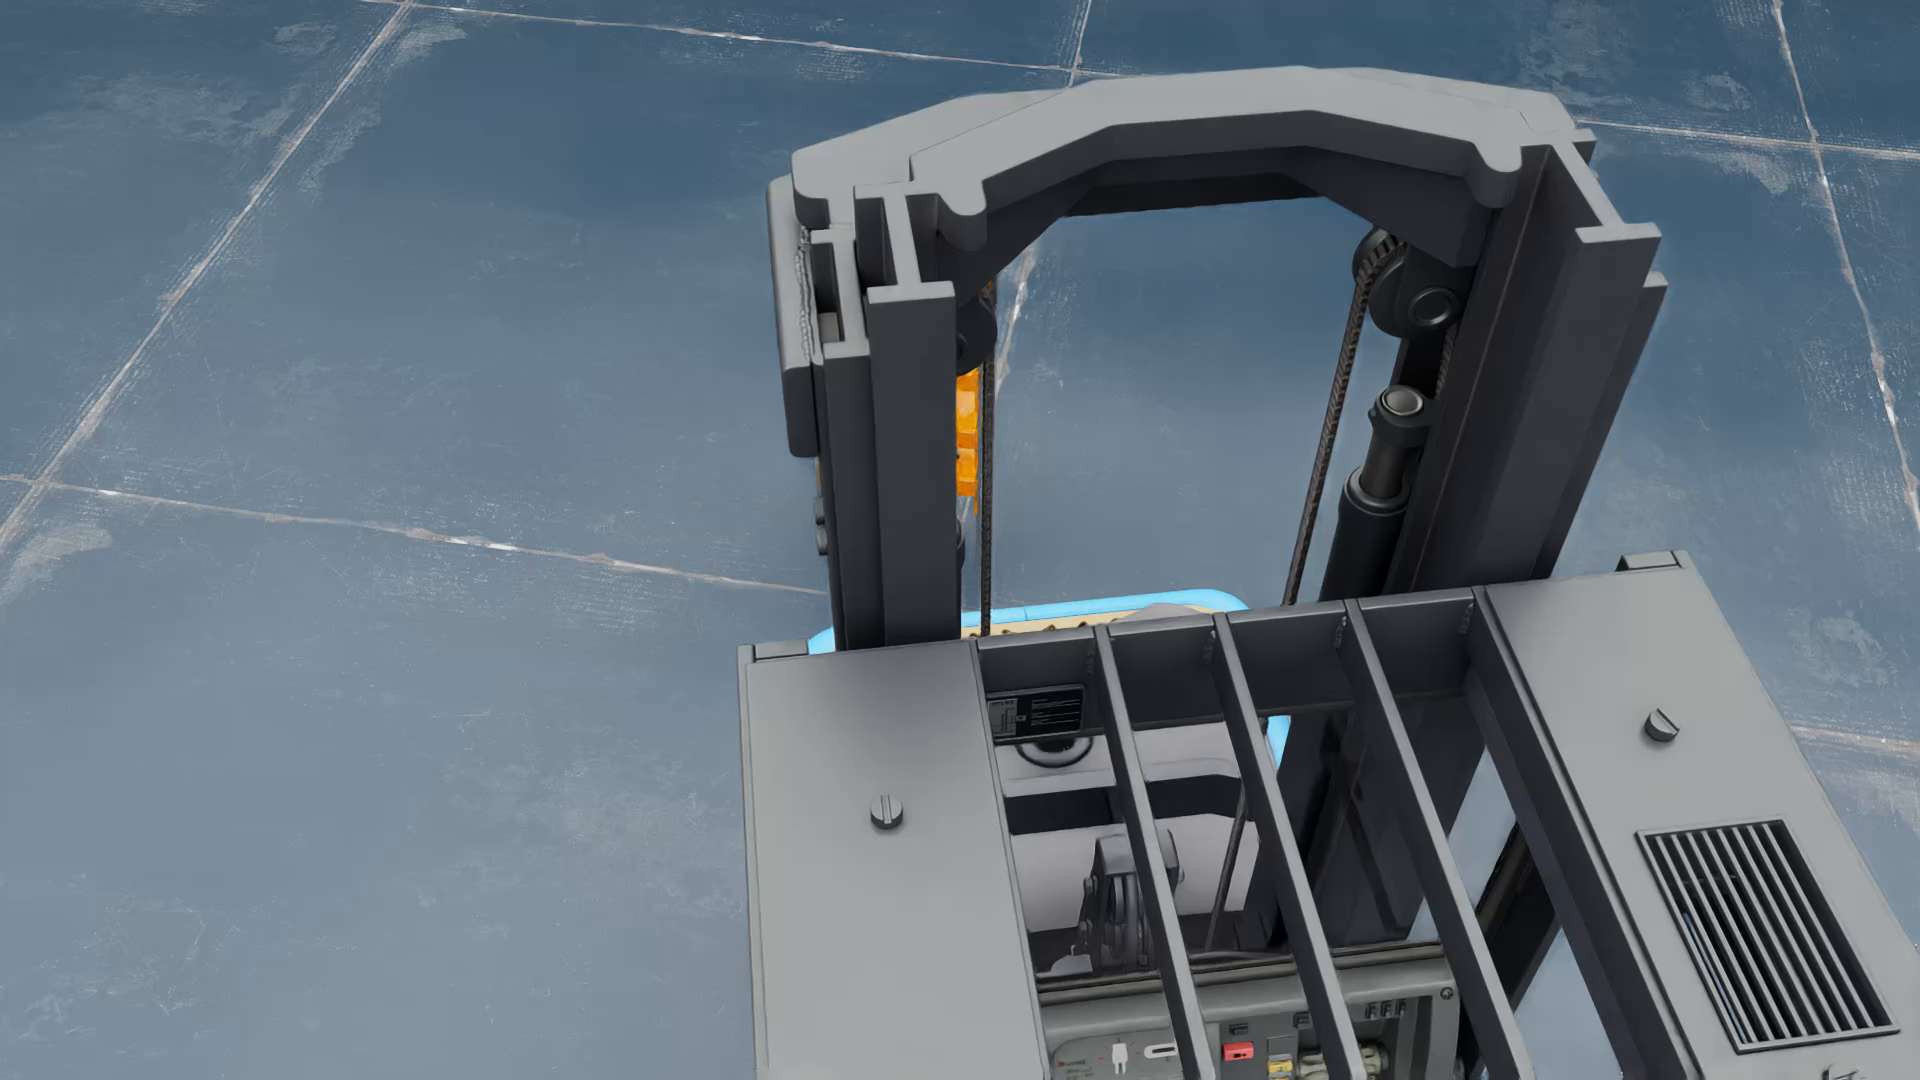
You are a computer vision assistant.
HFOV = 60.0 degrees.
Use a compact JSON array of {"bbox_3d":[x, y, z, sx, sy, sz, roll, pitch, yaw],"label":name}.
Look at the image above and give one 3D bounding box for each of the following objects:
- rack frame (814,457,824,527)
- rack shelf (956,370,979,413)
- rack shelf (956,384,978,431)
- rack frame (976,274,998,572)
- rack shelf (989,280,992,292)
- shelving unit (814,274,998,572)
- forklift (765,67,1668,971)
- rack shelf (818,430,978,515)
[{"bbox_3d":[-0.403,-0.455,4.852,0.015,1.200,0.240,8,49,7],"label":"rack frame"},{"bbox_3d":[-0.163,-0.527,4.707,0.480,0.148,0.258,8,49,7],"label":"rack shelf"},{"bbox_3d":[-0.163,-0.404,4.844,0.457,0.050,0.221,8,49,7],"label":"rack shelf"},{"bbox_3d":[0.077,-0.391,4.794,0.015,1.200,0.240,8,49,7],"label":"rack frame"},{"bbox_3d":[-0.163,-0.686,4.531,0.480,0.148,0.258,8,49,7],"label":"rack shelf"},{"bbox_3d":[-0.163,-0.423,4.823,0.503,1.200,0.258,8,49,7],"label":"shelving unit"},{"bbox_3d":[0.262,0.592,2.790,1.129,2.867,1.939,-6,48,-5],"label":"forklift"},{"bbox_3d":[-0.163,-0.245,5.021,0.480,0.148,0.258,8,49,7],"label":"rack shelf"}]
